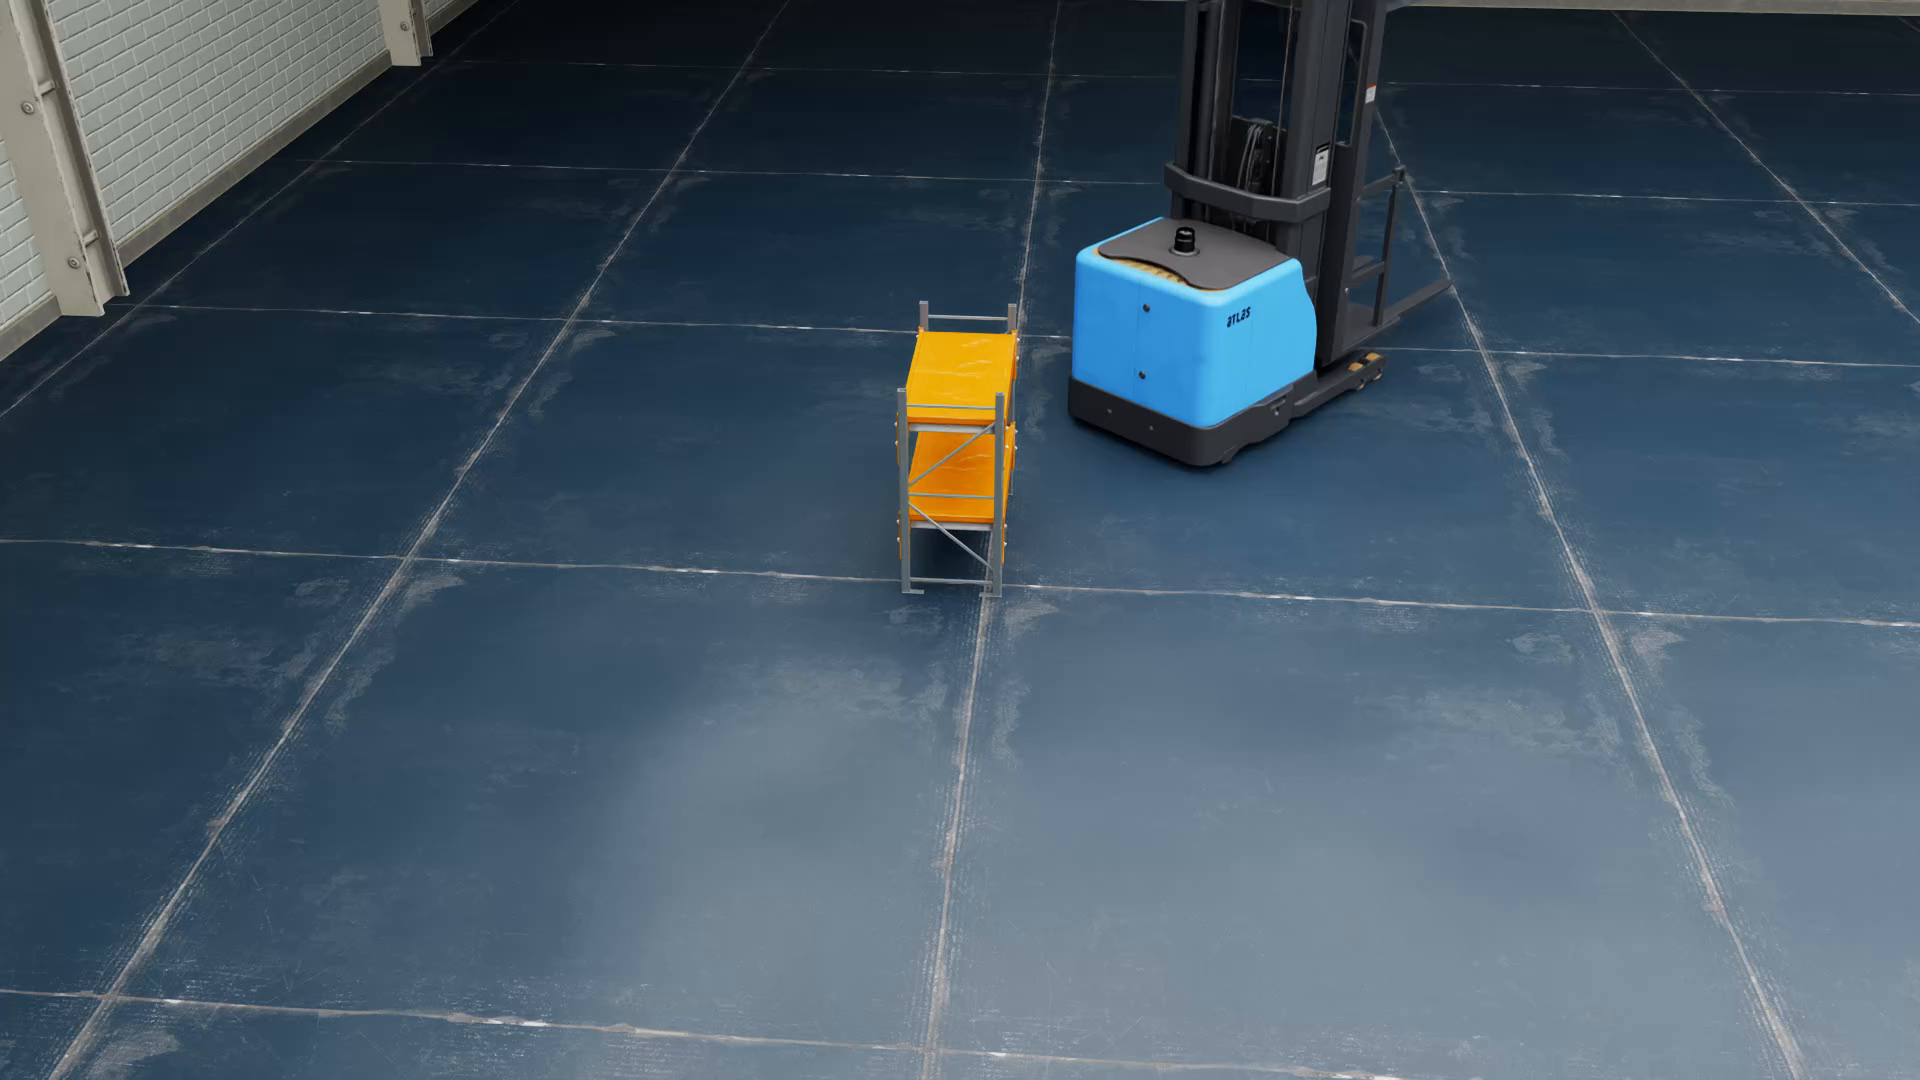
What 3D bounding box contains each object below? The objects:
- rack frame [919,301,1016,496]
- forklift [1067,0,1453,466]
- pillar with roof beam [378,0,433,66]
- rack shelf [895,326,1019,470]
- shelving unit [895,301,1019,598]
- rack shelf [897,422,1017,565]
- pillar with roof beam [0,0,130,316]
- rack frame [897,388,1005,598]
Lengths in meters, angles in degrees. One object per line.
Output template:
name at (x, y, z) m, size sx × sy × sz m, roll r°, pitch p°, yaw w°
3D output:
rack frame at (0.041, -0.741, 8.880) m, size 0.500 × 1.125 × 0.032 m, roll 2°, pitch 32°, yaw 4°
forklift at (2.019, -2.338, 9.750) m, size 1.130 × 2.935 × 3.031 m, roll 27°, pitch 40°, yaw 36°
pillar with roof beam at (-1.141, -8.400, 13.804) m, size 9.100 × 9.000 × 0.400 m, roll 2°, pitch 32°, yaw 4°
rack shelf at (-0.001, -0.725, 8.296) m, size 0.538 × 0.278 × 1.000 m, roll 2°, pitch 32°, yaw 4°
shelving unit at (-0.001, -0.475, 8.449) m, size 0.538 × 1.125 × 1.048 m, roll 2°, pitch 32°, yaw 4°
rack shelf at (-0.001, -0.267, 8.577) m, size 0.538 × 0.278 × 1.000 m, roll 2°, pitch 32°, yaw 4°
pillar with roof beam at (-1.630, -5.263, 8.713) m, size 9.100 × 9.000 × 0.400 m, roll 2°, pitch 32°, yaw 4°
rack frame at (-0.042, -0.210, 8.018) m, size 0.500 × 1.125 × 0.032 m, roll 2°, pitch 32°, yaw 4°
